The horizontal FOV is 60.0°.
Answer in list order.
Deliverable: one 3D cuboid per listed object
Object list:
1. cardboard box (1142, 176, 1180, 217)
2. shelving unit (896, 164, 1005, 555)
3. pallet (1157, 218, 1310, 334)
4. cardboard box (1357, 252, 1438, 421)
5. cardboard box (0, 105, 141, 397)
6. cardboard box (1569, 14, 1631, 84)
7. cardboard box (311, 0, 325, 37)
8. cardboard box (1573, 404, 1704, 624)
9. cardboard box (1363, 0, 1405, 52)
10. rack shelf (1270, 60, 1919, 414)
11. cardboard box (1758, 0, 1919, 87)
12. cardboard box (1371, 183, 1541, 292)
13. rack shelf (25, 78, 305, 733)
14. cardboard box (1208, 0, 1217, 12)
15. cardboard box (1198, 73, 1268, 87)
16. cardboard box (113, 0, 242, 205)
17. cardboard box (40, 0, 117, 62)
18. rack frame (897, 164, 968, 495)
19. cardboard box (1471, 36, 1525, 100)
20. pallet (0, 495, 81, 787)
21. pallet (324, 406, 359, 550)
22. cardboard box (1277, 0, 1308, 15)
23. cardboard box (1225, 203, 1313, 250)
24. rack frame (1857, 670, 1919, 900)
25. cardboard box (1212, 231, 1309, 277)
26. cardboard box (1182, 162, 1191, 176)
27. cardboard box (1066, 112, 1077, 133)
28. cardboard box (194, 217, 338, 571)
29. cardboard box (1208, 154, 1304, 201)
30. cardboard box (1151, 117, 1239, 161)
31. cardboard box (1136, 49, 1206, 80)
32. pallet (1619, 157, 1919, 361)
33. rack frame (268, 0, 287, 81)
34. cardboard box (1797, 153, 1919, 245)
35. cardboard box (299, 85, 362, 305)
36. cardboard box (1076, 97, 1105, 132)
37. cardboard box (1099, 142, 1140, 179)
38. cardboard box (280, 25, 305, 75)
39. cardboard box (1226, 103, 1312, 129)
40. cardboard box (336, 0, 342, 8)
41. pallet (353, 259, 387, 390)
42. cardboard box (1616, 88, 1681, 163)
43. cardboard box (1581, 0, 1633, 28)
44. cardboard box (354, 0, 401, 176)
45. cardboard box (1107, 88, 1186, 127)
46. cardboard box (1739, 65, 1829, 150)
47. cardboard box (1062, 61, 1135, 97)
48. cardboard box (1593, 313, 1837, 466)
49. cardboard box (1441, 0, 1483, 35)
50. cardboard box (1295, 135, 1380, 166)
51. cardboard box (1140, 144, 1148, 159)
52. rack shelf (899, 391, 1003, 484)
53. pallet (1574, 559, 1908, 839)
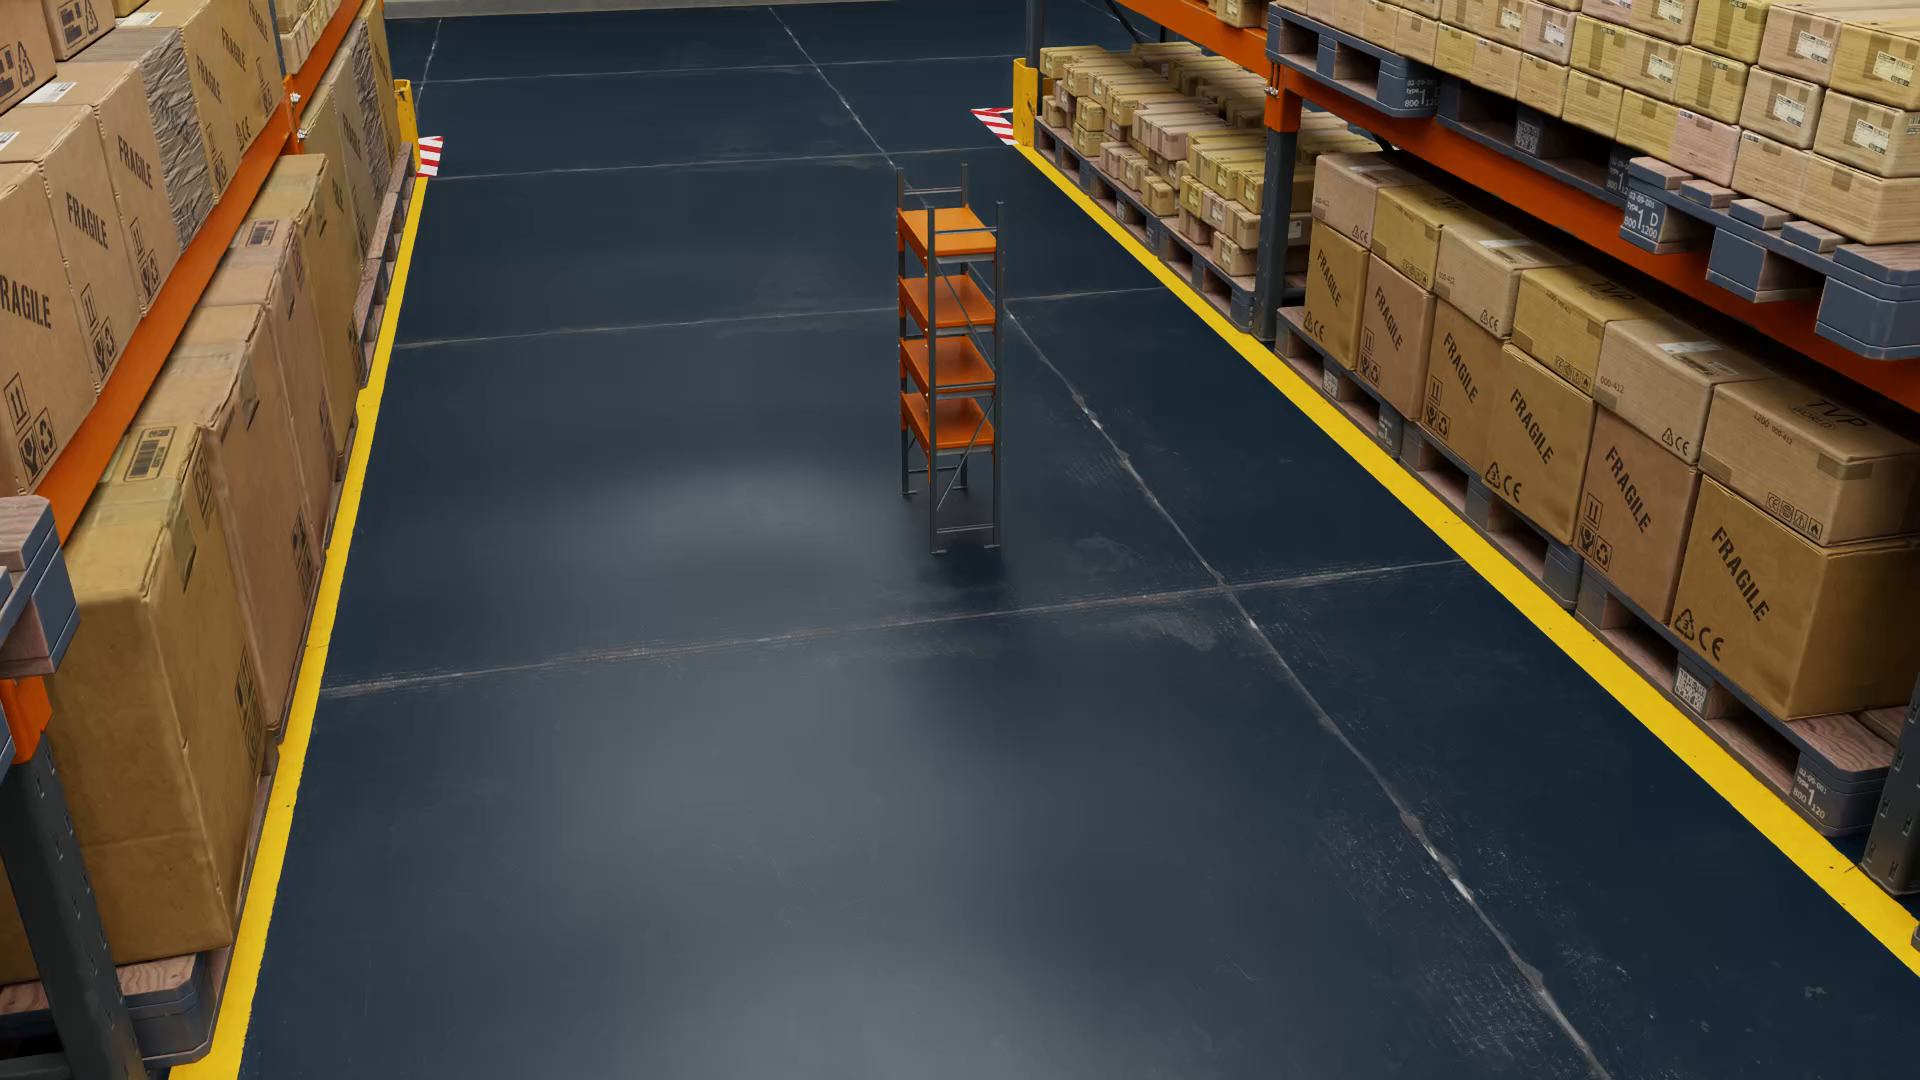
[{"bbox_3d":[1.176,-1.809,8.703,0.380,0.149,0.250,-6,27,-12],"label":"cardboard box"},{"bbox_3d":[-0.037,-0.608,5.624,0.258,1.200,0.503,-6,27,-12],"label":"shelving unit"},{"bbox_3d":[1.644,-1.348,8.187,1.003,0.211,1.213,-6,27,-12],"label":"pallet"},{"bbox_3d":[1.859,-0.790,6.295,0.500,0.500,0.500,-5,27,-9],"label":"cardboard box"},{"bbox_3d":[-2.087,-0.599,3.496,0.500,0.500,0.500,-7,28,-13],"label":"cardboard box"},{"bbox_3d":[1.943,-1.376,4.631,0.380,0.149,0.250,-6,27,-12],"label":"cardboard box"},{"bbox_3d":[-2.948,-2.240,7.139,0.380,0.149,0.250,-7,28,-13],"label":"cardboard box"},{"bbox_3d":[2.215,-0.108,4.944,0.500,0.500,0.500,-5,27,-10],"label":"cardboard box"},{"bbox_3d":[1.647,-1.816,5.832,0.380,0.149,0.250,-6,27,-11],"label":"cardboard box"},{"bbox_3d":[2.281,-1.103,5.405,1.077,0.370,4.000,-6,27,-12],"label":"rack shelf"},{"bbox_3d":[2.120,-1.166,3.884,0.380,0.149,0.250,-6,27,-12],"label":"cardboard box"},{"bbox_3d":[1.862,-1.124,6.123,0.500,0.250,0.500,-5,27,-10],"label":"cardboard box"},{"bbox_3d":[-2.574,-0.644,4.495,1.077,0.370,4.000,-6,27,-12],"label":"rack shelf"},{"bbox_3d":[1.371,-2.517,7.687,0.380,0.149,0.250,-5,27,-10],"label":"cardboard box"},{"bbox_3d":[1.589,-2.582,9.575,0.380,0.149,0.250,-5,27,-10],"label":"cardboard box"},{"bbox_3d":[-2.424,-1.263,4.813,0.500,0.500,0.500,-6,27,-12],"label":"cardboard box"},{"bbox_3d":[-2.574,-1.482,4.133,0.797,0.503,0.637,-5,27,-10],"label":"cardboard box"},{"bbox_3d":[-0.092,-0.715,5.836,0.240,1.200,0.015,-6,27,-12],"label":"rack frame"},{"bbox_3d":[1.824,-1.474,5.154,0.380,0.149,0.250,-7,28,-14],"label":"cardboard box"},{"bbox_3d":[-1.859,0.301,2.038,1.213,0.211,1.003,-6,27,-12],"label":"pallet"},{"bbox_3d":[-2.778,-0.267,6.044,1.003,0.211,1.213,-6,27,-12],"label":"pallet"},{"bbox_3d":[1.471,-2.158,6.509,0.380,0.149,0.250,-7,28,-14],"label":"cardboard box"},{"bbox_3d":[1.449,-1.456,7.673,0.380,0.149,0.250,-5,27,-11],"label":"cardboard box"},{"bbox_3d":[2.731,-0.546,3.503,1.000,3.000,0.127,-6,27,-12],"label":"rack frame"},{"bbox_3d":[1.410,-1.354,7.802,0.380,0.149,0.250,-6,27,-11],"label":"cardboard box"},{"bbox_3d":[1.338,-1.809,8.373,0.380,0.149,0.250,-6,27,-11],"label":"cardboard box"},{"bbox_3d":[0.874,-2.604,10.278,0.380,0.149,0.250,-6,27,-12],"label":"cardboard box"},{"bbox_3d":[-2.659,-0.411,5.127,1.225,0.875,0.875,-7,28,-13],"label":"cardboard box"},{"bbox_3d":[1.400,-1.720,7.867,0.380,0.149,0.250,-6,27,-11],"label":"cardboard box"},{"bbox_3d":[1.203,-2.060,8.540,0.380,0.149,0.250,-7,28,-14],"label":"cardboard box"},{"bbox_3d":[1.295,-2.916,10.235,0.380,0.149,0.250,-5,27,-11],"label":"cardboard box"},{"bbox_3d":[2.467,-0.762,4.145,1.213,0.211,1.003,-6,27,-12],"label":"pallet"},{"bbox_3d":[-3.025,-1.843,6.072,1.000,3.000,0.127,-6,27,-12],"label":"rack frame"},{"bbox_3d":[2.173,-0.791,3.802,0.380,0.149,0.250,-5,27,-11],"label":"cardboard box"},{"bbox_3d":[-3.096,-1.380,7.046,0.875,0.875,0.875,-6,27,-12],"label":"cardboard box"},{"bbox_3d":[0.897,-2.502,9.745,0.380,0.149,0.250,-5,27,-10],"label":"cardboard box"},{"bbox_3d":[1.009,-2.152,9.382,0.380,0.149,0.250,-7,28,-14],"label":"cardboard box"},{"bbox_3d":[-2.768,-1.894,6.453,0.380,0.149,0.250,-6,27,-11],"label":"cardboard box"},{"bbox_3d":[1.644,-2.231,8.879,0.380,0.149,0.250,-7,28,-14],"label":"cardboard box"},{"bbox_3d":[-3.121,-2.578,7.808,0.380,0.149,0.250,-7,28,-13],"label":"cardboard box"},{"bbox_3d":[-3.120,-0.940,7.378,1.003,0.211,1.213,-6,27,-12],"label":"pallet"},{"bbox_3d":[2.007,-1.123,4.459,0.380,0.149,0.250,-6,27,-12],"label":"cardboard box"},{"bbox_3d":[1.949,-1.504,4.554,0.380,0.149,0.250,-6,27,-12],"label":"cardboard box"},{"bbox_3d":[-3.704,-2.565,9.395,0.875,0.875,0.875,-6,27,-12],"label":"cardboard box"},{"bbox_3d":[1.032,-2.398,9.210,0.380,0.149,0.250,-6,27,-11],"label":"cardboard box"},{"bbox_3d":[2.115,-1.042,3.968,0.380,0.149,0.250,-5,27,-10],"label":"cardboard box"},{"bbox_3d":[0.827,-2.742,9.890,0.380,0.149,0.250,-6,27,-12],"label":"cardboard box"},{"bbox_3d":[2.197,-0.447,4.782,0.500,0.250,0.500,-6,27,-11],"label":"cardboard box"},{"bbox_3d":[1.771,-1.715,5.302,0.380,0.149,0.250,-6,27,-12],"label":"cardboard box"},{"bbox_3d":[1.845,-1.888,8.199,0.380,0.149,0.250,-6,27,-12],"label":"cardboard box"},{"bbox_3d":[1.202,-2.160,9.069,0.380,0.149,0.250,-5,27,-9],"label":"cardboard box"},{"bbox_3d":[-0.037,-0.371,5.743,0.258,0.148,0.480,-6,27,-12],"label":"rack shelf"},{"bbox_3d":[2.557,0.356,4.811,1.003,0.211,1.213,-6,27,-12],"label":"pallet"}]
